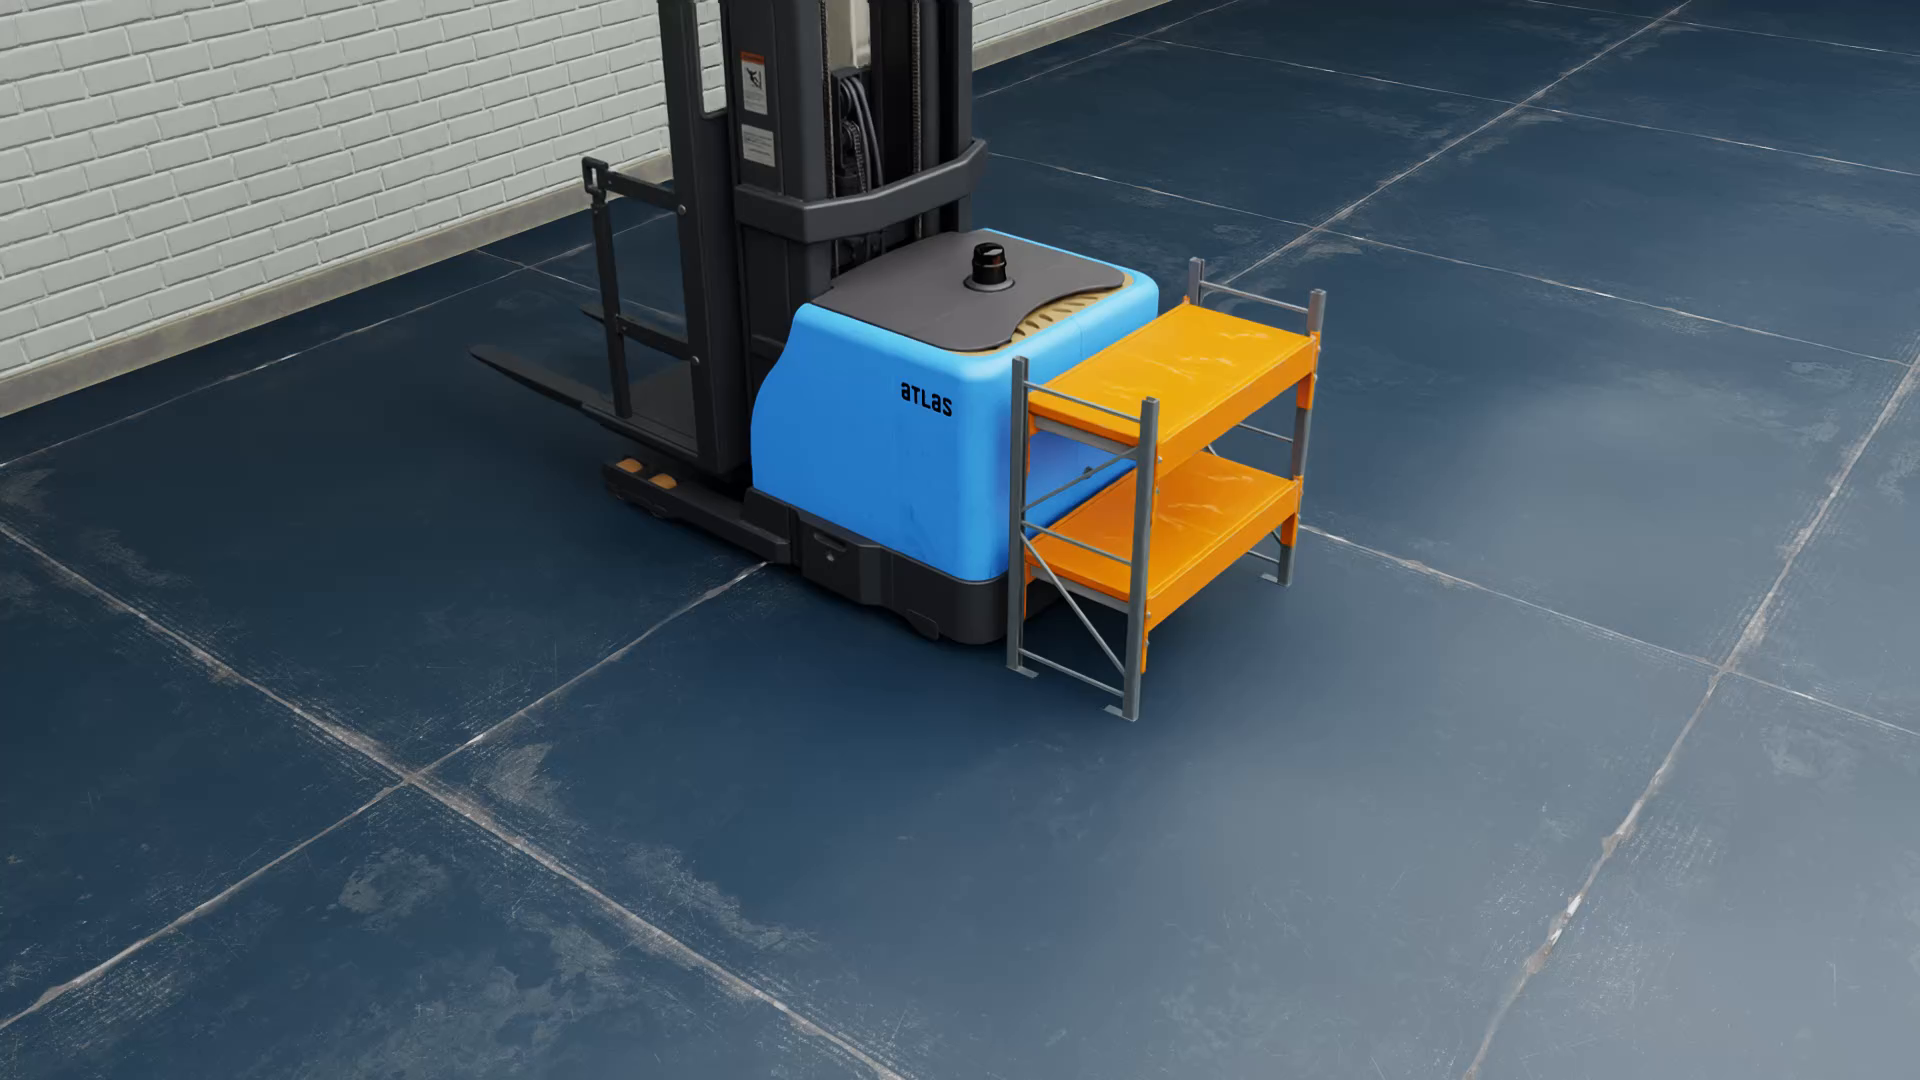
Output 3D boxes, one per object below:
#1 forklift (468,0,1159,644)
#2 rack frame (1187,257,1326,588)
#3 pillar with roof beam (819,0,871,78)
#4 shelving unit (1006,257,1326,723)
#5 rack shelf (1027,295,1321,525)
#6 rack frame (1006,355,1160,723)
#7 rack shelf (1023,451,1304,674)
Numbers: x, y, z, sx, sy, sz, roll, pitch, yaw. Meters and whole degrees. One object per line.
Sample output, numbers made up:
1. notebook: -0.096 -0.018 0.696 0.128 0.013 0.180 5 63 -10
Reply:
1. forklift: -0.760 -1.530 5.956 3.031 2.935 1.130 23 38 34
2. rack frame: 0.986 -0.396 5.815 0.500 1.125 0.032 22 37 32
3. pillar with roof beam: 2.747 -5.281 6.334 9.100 9.000 0.400 21 37 31
4. shelving unit: 0.673 -0.192 5.470 0.538 1.125 1.048 22 37 32
5. rack shelf: 0.673 -0.443 5.321 0.538 0.278 1.000 22 37 32
6. rack frame: 0.361 0.013 5.125 0.500 1.125 0.032 22 37 32
7. rack shelf: 0.673 0.019 5.595 0.538 0.278 1.000 22 37 32
